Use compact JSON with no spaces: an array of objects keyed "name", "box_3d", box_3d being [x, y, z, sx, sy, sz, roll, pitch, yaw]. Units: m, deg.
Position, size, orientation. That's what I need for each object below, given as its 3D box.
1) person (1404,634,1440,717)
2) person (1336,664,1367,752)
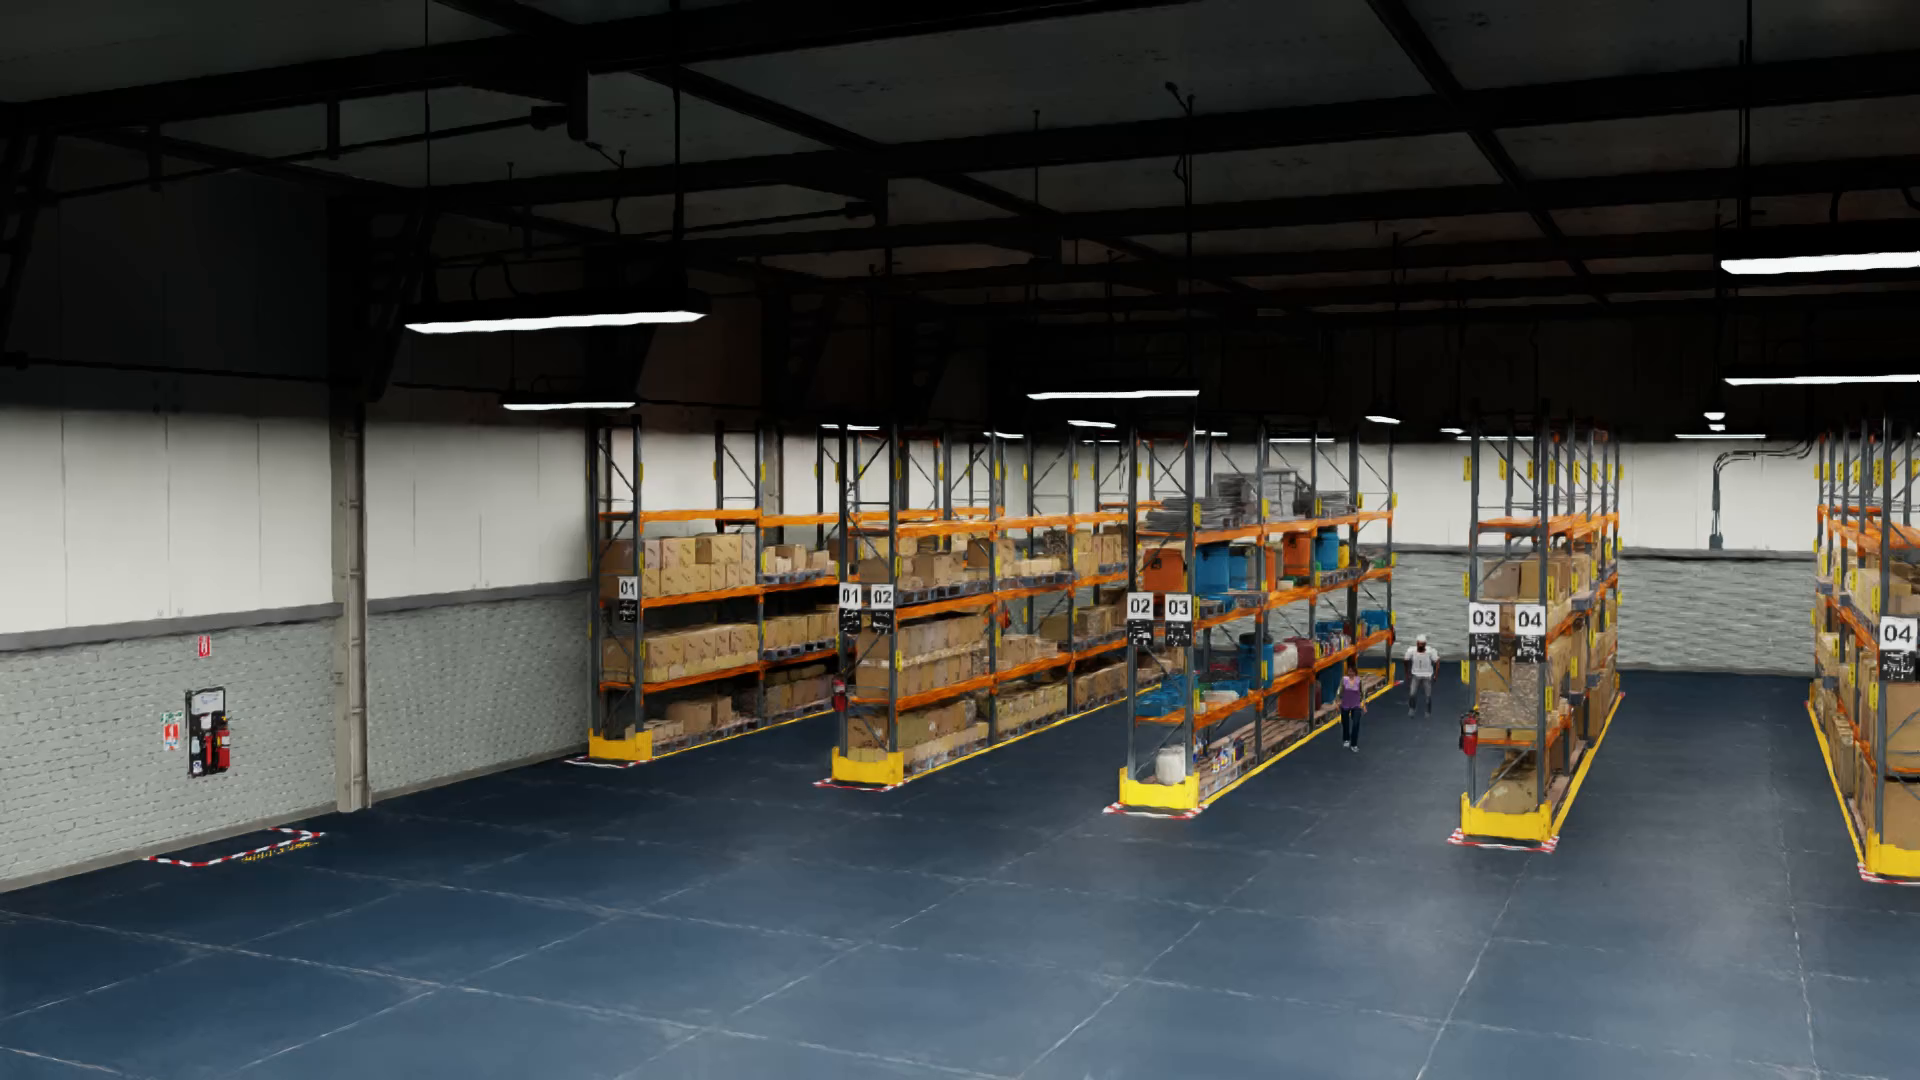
[{"name":"person","box_3d":[9.410,2.758,33.922,0.719,1.714,0.578,1,3,23]},{"name":"person","box_3d":[7.054,2.992,29.954,0.544,1.562,0.615,1,2,16]}]
